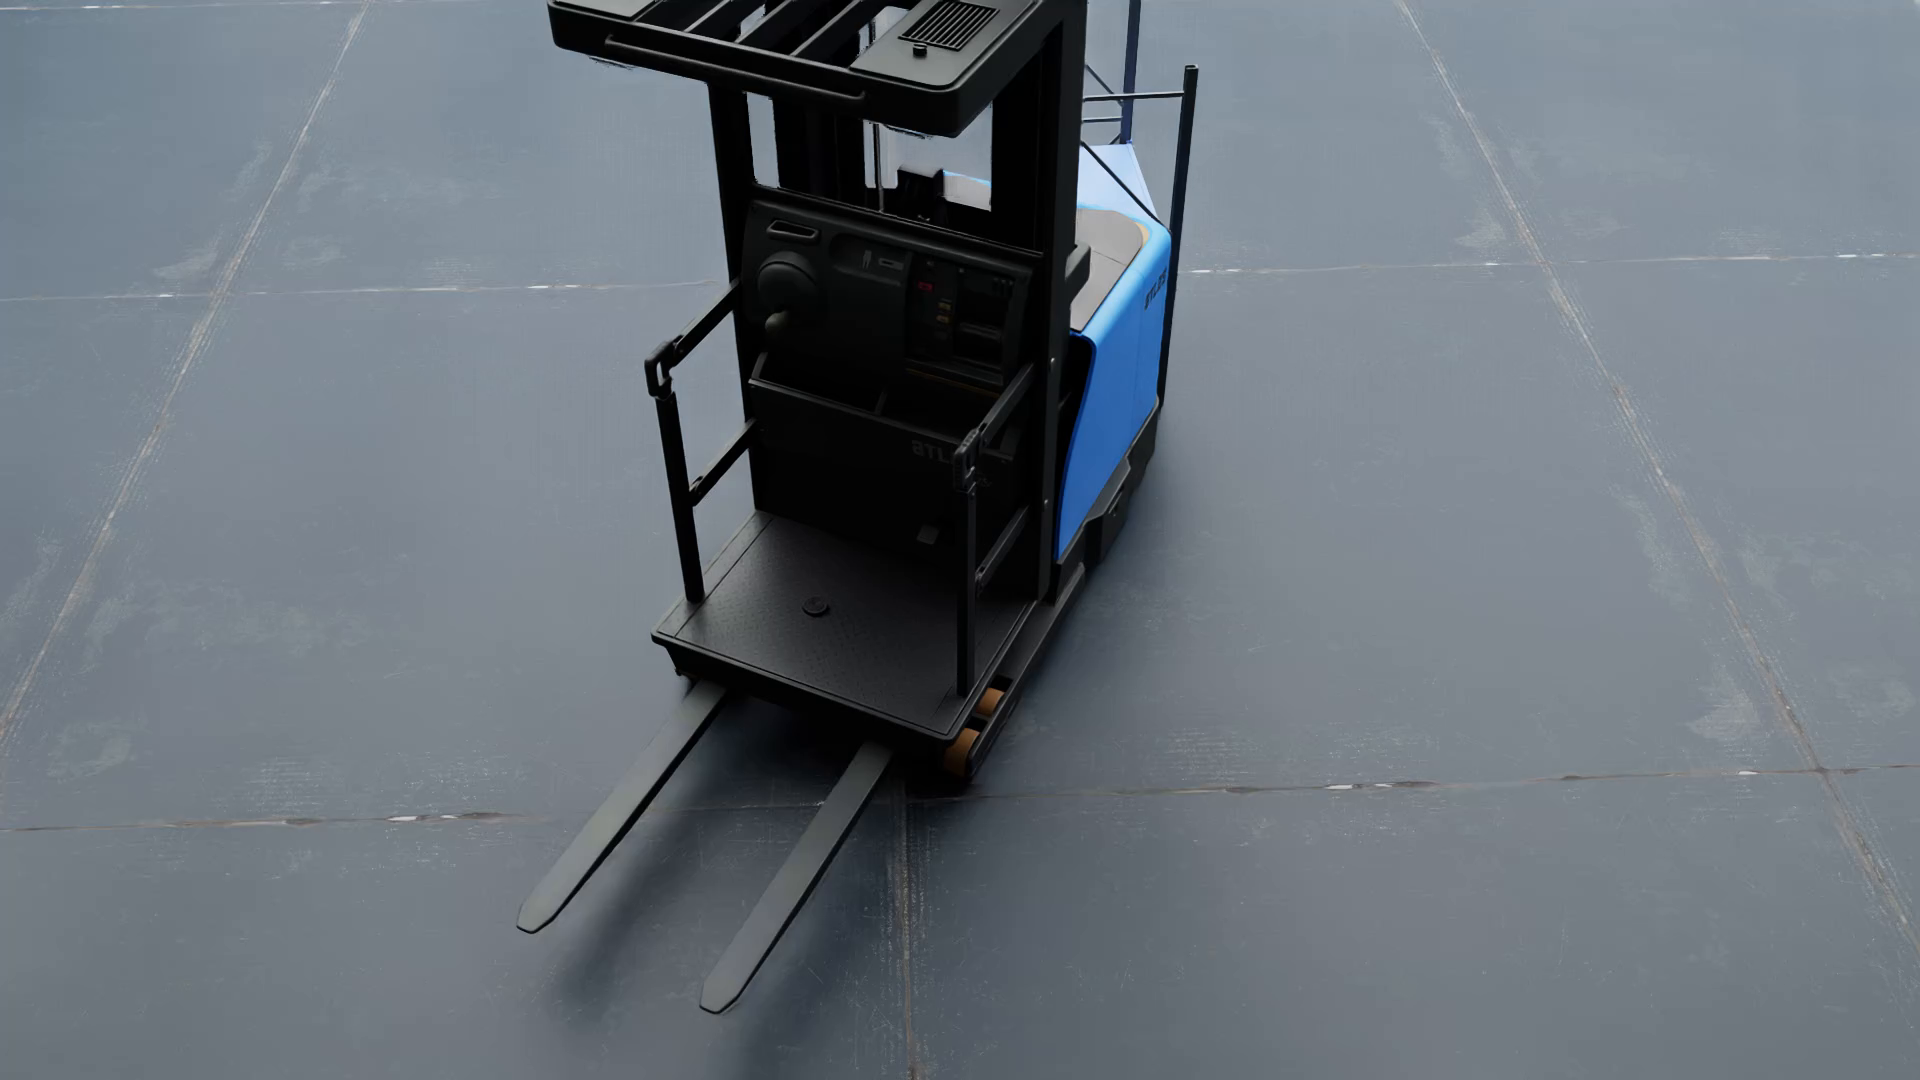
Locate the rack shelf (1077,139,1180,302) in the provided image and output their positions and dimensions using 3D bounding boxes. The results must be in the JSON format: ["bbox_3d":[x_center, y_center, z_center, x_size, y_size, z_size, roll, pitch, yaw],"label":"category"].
[{"bbox_3d":[0.536,-1.306,6.831,0.538,0.185,1.000,-4,43,-4],"label":"rack shelf"}]

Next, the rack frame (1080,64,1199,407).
[{"bbox_3d":[0.588,-1.097,6.337,0.500,1.500,0.032,-4,43,-4],"label":"rack frame"}]

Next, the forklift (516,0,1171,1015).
[{"bbox_3d":[-0.318,-0.649,4.789,1.130,2.935,3.031,18,45,18],"label":"forklift"}]

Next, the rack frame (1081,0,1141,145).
[{"bbox_3d":[0.484,-1.780,7.082,0.500,1.500,0.032,-4,43,-4],"label":"rack frame"}]

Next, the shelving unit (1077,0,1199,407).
[{"bbox_3d":[0.536,-1.438,6.709,0.538,1.500,1.048,-4,43,-4],"label":"shelving unit"}]
